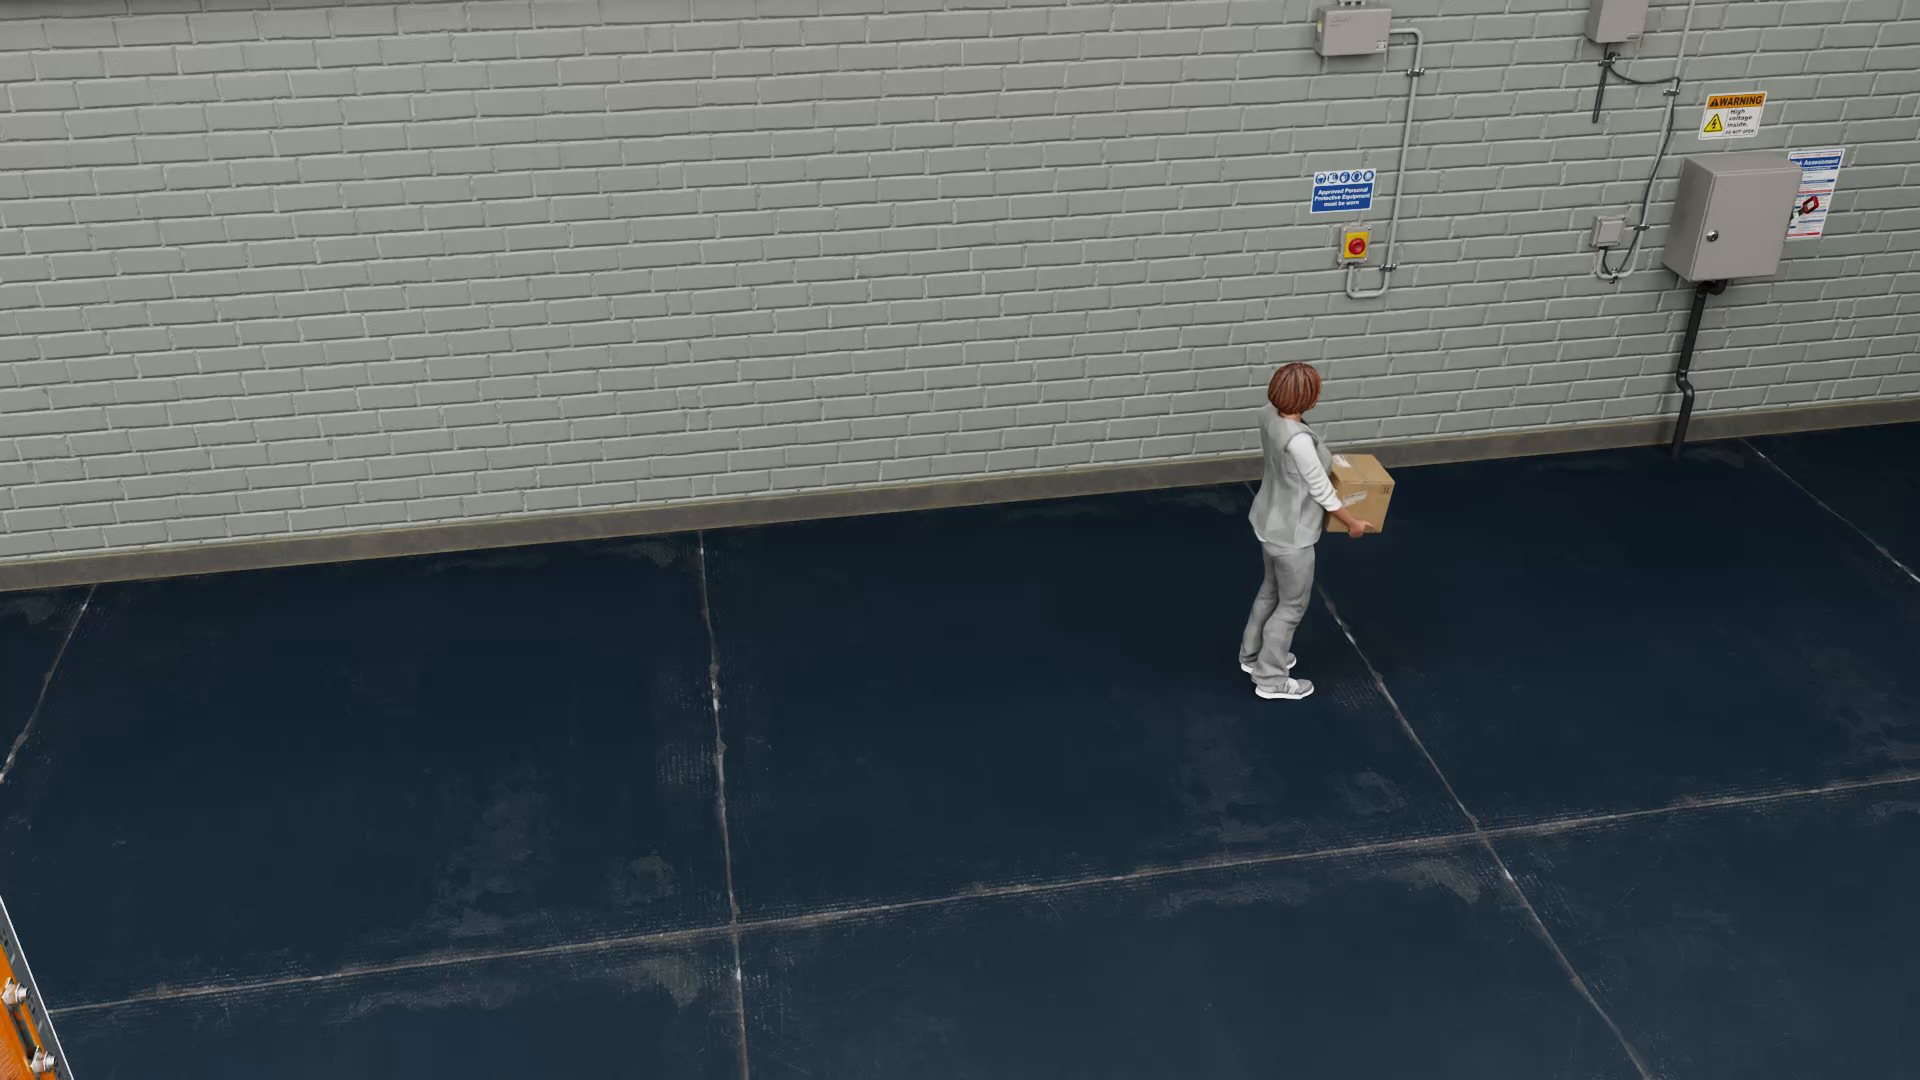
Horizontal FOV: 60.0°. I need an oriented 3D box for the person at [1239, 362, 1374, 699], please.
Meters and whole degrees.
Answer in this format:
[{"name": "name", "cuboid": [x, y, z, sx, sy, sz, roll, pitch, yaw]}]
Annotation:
[{"name": "person", "cuboid": [1.504, -0.045, 7.222, 0.495, 1.596, 0.401, -5, 31, -8]}]
